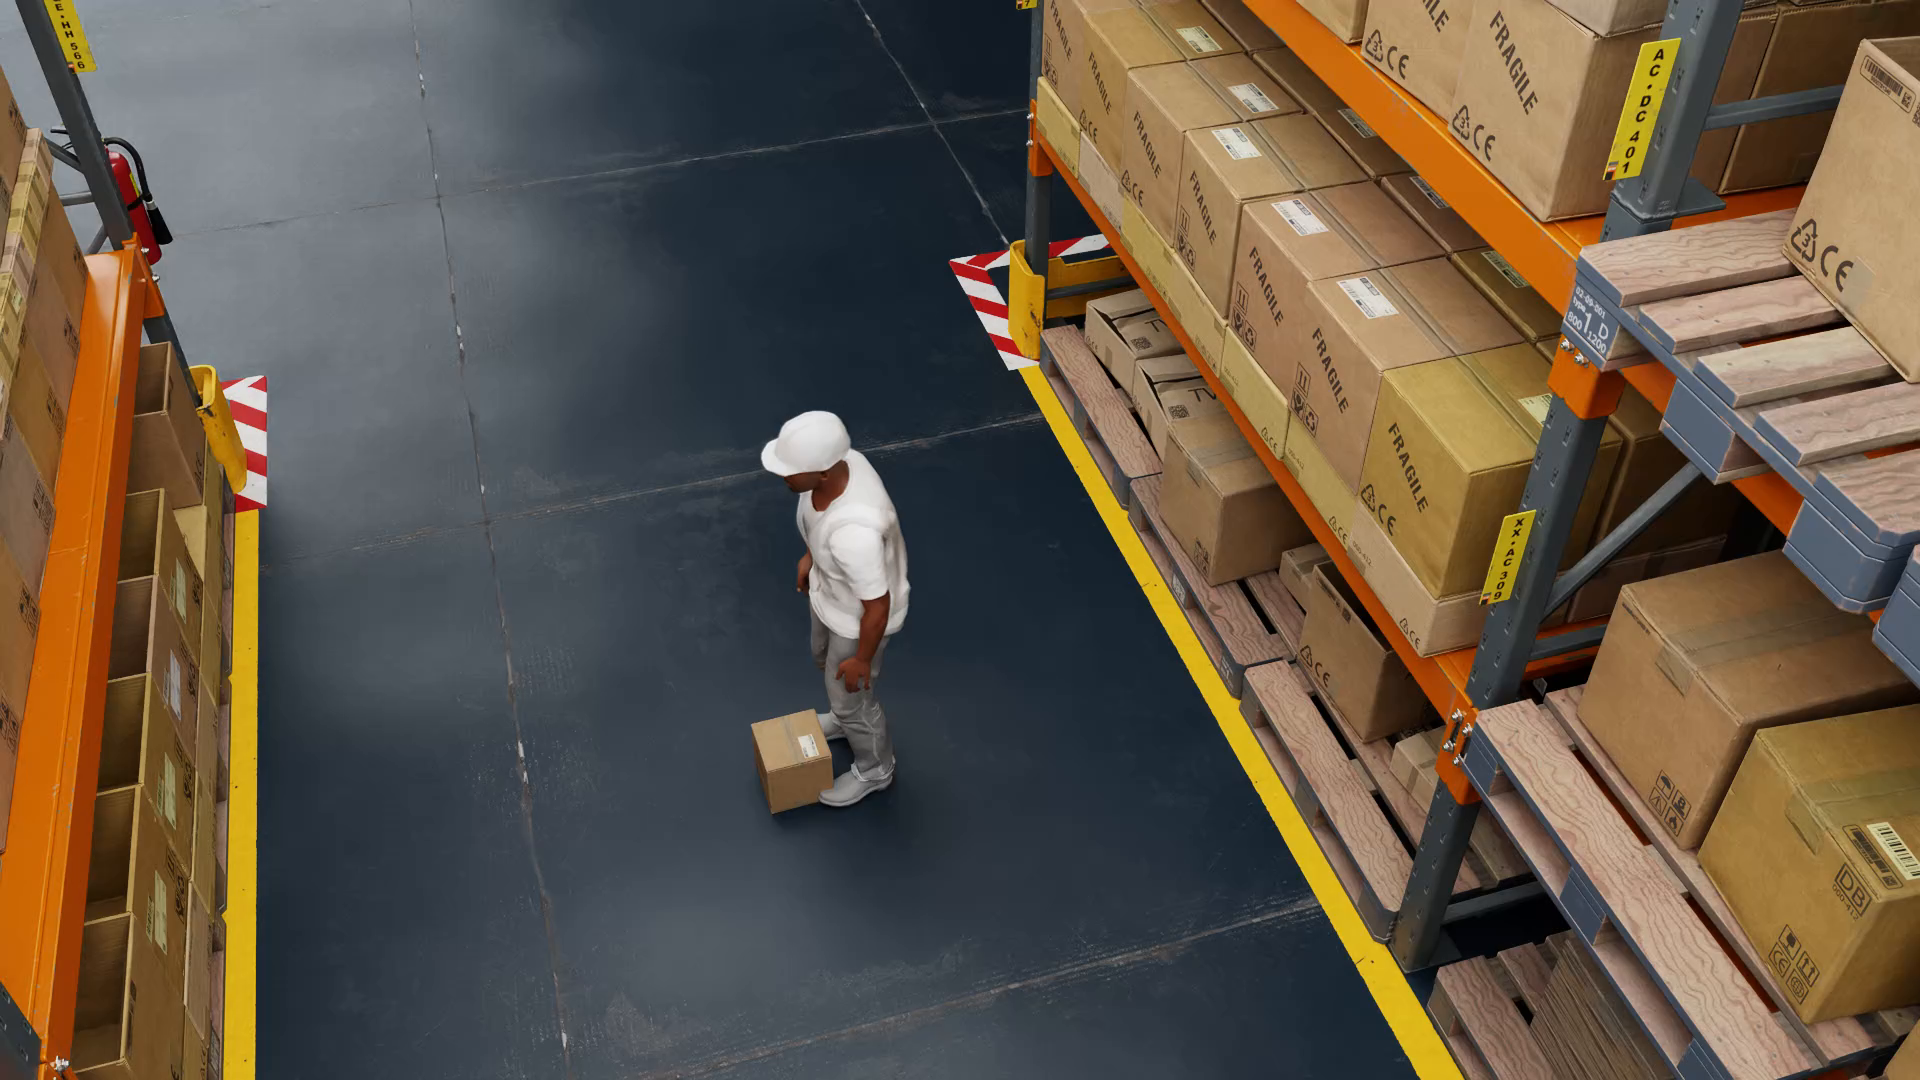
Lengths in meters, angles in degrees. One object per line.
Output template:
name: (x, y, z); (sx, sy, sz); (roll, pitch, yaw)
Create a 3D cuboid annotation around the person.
person: (-0.423, 0.234, 5.887); (0.459, 1.761, 0.638); (-13, 44, -14)
